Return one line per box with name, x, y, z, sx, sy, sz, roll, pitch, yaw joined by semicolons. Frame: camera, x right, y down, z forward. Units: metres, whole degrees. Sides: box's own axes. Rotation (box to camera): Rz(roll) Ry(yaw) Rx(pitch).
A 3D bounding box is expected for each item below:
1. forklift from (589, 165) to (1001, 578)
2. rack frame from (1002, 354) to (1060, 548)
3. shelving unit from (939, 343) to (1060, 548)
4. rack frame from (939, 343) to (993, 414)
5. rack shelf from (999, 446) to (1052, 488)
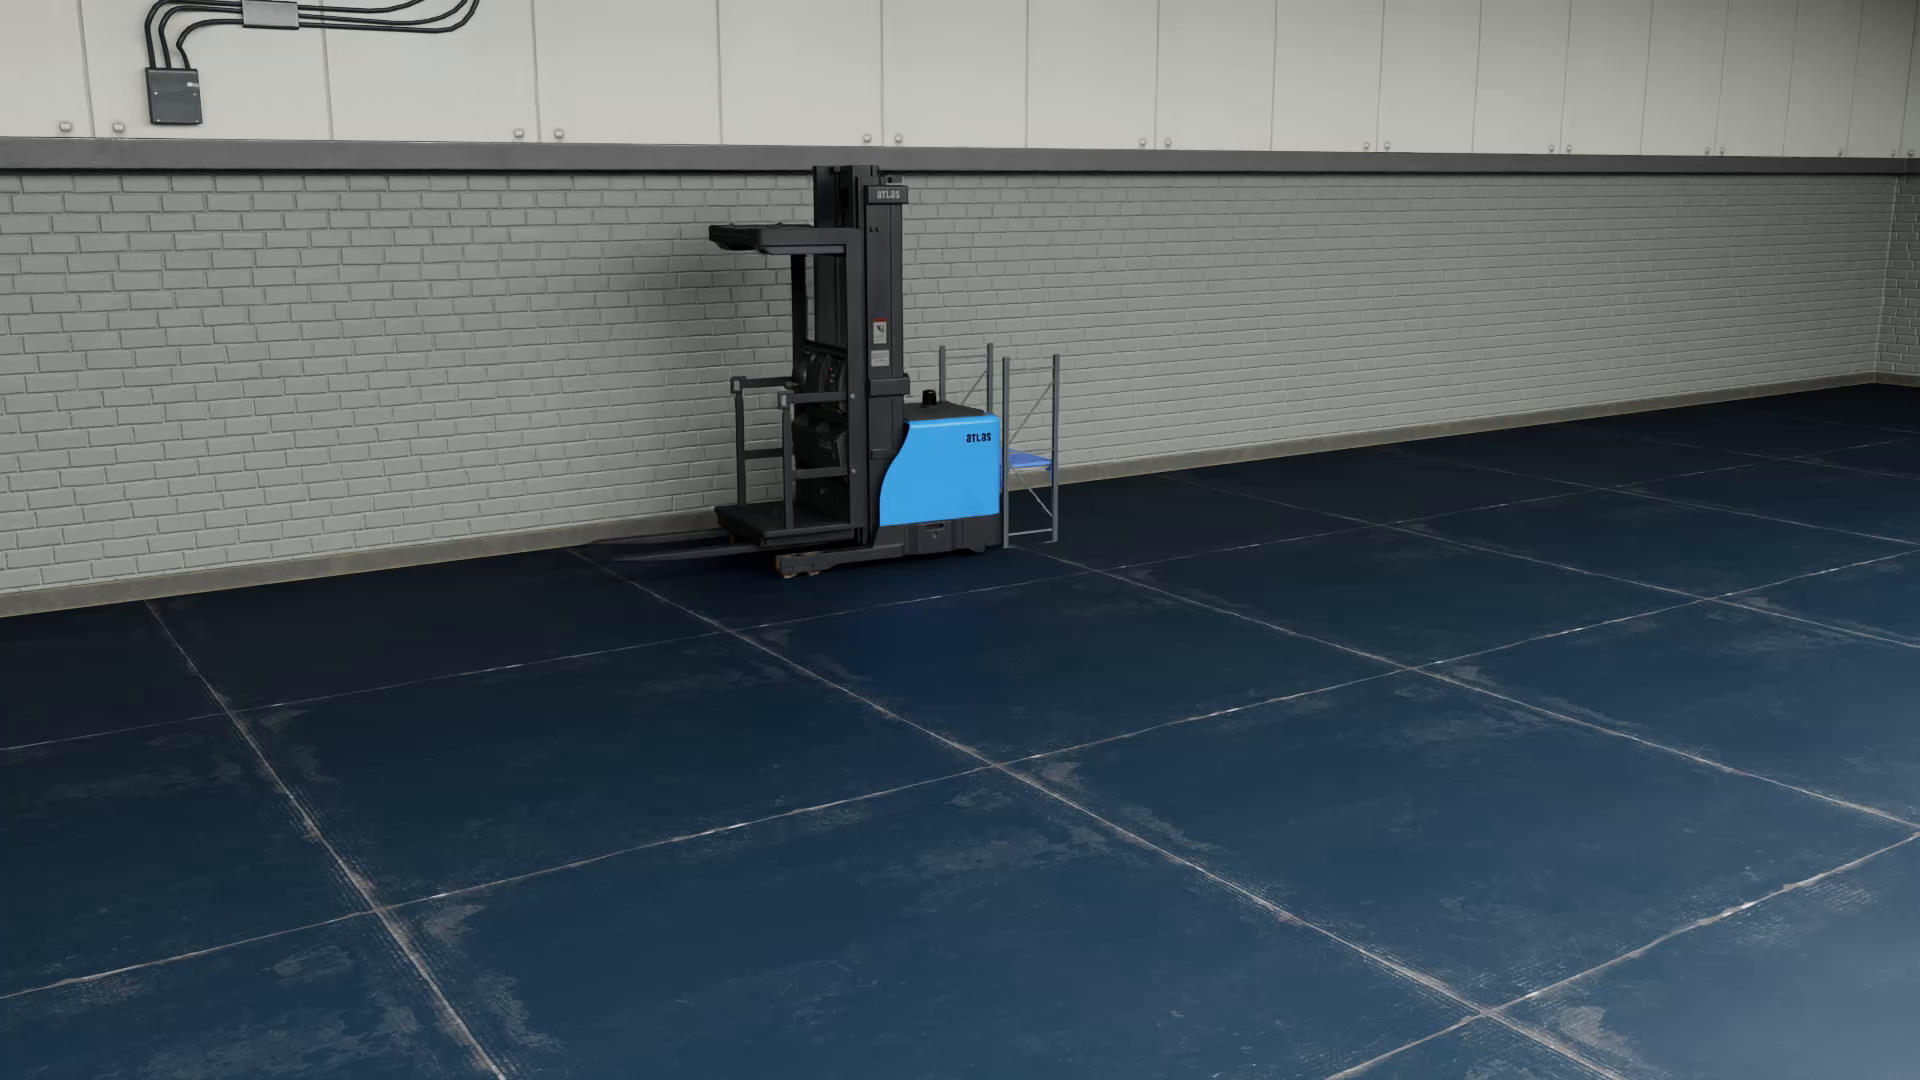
forklift;-1.232;-1.283;12.370;3.031;2.935;1.130;-6;14;-27
rack frame;0.553;-0.695;13.028;0.500;1.500;0.032;-7;14;-29
shelving unit;0.302;-0.789;13.460;0.538;1.500;1.048;-7;14;-29
rack frame;0.052;-0.884;13.892;0.500;1.500;0.032;-7;14;-29
rack shelf;0.302;-0.614;13.498;0.538;0.185;1.000;-7;14;-29
